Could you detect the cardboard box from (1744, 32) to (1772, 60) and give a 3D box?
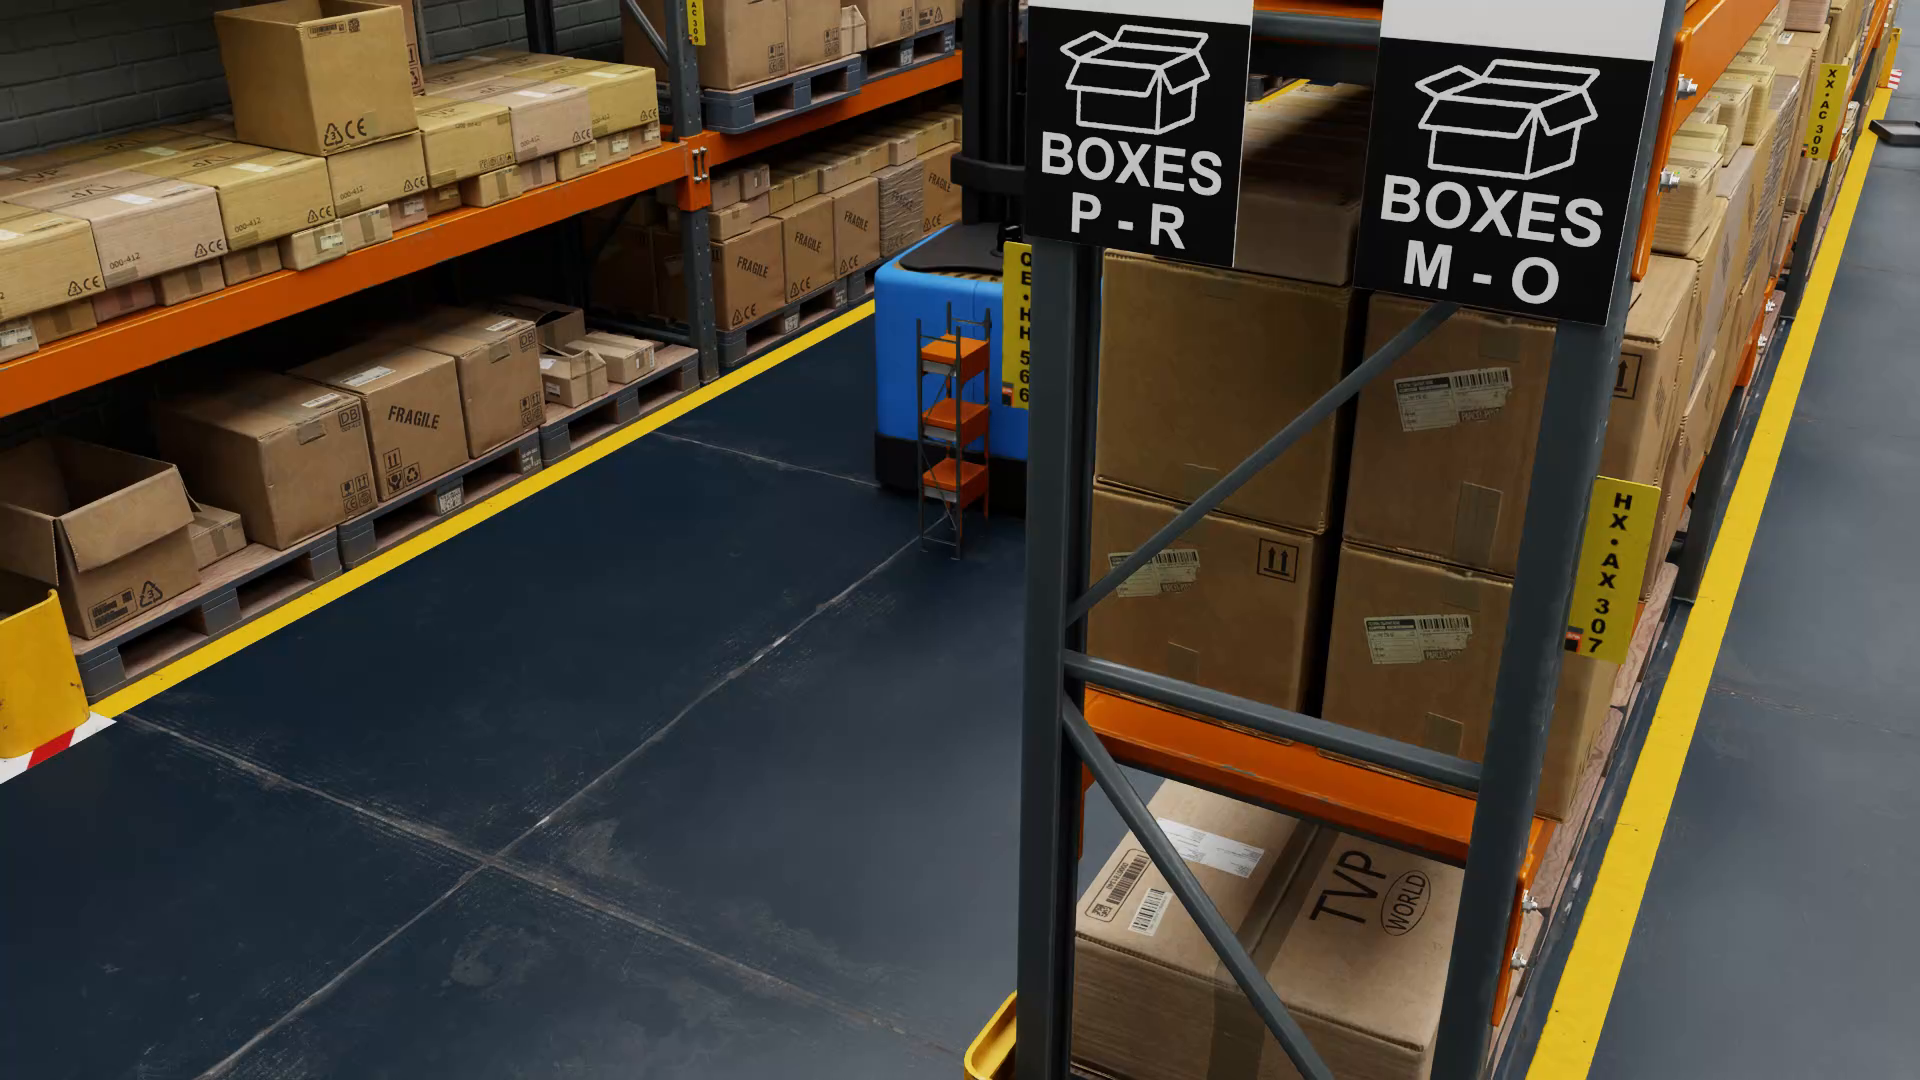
[{"bbox_3d":[2.001,-1.316,4.574,0.380,0.149,0.250,14,30,25],"label":"cardboard box"}]

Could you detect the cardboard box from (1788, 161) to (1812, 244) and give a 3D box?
[{"bbox_3d":[3.259,-1.457,6.976,0.500,0.250,0.500,13,30,25],"label":"cardboard box"}]

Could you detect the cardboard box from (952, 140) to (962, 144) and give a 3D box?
[{"bbox_3d":[-0.073,-2.524,11.264,0.500,0.500,0.500,14,30,25],"label":"cardboard box"}]

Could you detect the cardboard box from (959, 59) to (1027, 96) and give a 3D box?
[{"bbox_3d":[0.522,-3.225,12.525,0.875,0.625,0.625,15,30,28],"label":"cardboard box"}]

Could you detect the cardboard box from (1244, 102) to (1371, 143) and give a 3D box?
[{"bbox_3d":[0.751,-0.839,3.621,0.380,0.149,0.250,14,30,26],"label":"cardboard box"}]

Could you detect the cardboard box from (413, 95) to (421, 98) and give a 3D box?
[{"bbox_3d":[-2.739,-1.835,7.399,0.500,0.250,0.500,15,30,27],"label":"cardboard box"}]

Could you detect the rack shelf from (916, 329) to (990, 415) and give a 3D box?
[{"bbox_3d":[-0.026,-0.693,6.851,0.215,0.259,0.240,14,30,26],"label":"rack shelf"}]

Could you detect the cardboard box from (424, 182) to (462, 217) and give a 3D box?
[{"bbox_3d":[-2.395,-1.517,7.210,0.380,0.149,0.250,15,30,27],"label":"cardboard box"}]

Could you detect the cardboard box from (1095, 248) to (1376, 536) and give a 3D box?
[{"bbox_3d":[0.621,-0.382,3.433,0.500,0.500,0.500,15,30,28],"label":"cardboard box"}]

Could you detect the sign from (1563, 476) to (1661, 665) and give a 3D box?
[{"bbox_3d":[1.072,0.053,2.738,0.100,0.325,0.005,14,30,26],"label":"sign"}]

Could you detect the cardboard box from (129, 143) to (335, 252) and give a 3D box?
[{"bbox_3d":[-2.780,-1.319,6.370,0.500,0.250,0.500,14,30,25],"label":"cardboard box"}]

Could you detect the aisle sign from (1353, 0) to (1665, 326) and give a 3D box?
[{"bbox_3d":[0.808,-0.720,2.433,0.394,0.787,0.004,14,30,26],"label":"aisle sign"}]

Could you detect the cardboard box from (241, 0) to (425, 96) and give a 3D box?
[{"bbox_3d":[-2.728,-2.179,7.250,0.500,0.500,0.500,13,30,25],"label":"cardboard box"}]

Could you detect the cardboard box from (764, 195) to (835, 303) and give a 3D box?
[{"bbox_3d":[-1.077,-1.719,9.655,0.500,0.500,0.500,14,30,25],"label":"cardboard box"}]

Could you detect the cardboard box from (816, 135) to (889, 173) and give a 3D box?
[{"bbox_3d":[-0.661,-2.375,10.243,0.380,0.149,0.250,14,30,26],"label":"cardboard box"}]

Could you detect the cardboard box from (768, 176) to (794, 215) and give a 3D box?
[{"bbox_3d":[-1.171,-1.969,9.431,0.380,0.149,0.250,13,29,23],"label":"cardboard box"}]

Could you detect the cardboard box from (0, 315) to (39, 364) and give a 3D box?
[{"bbox_3d":[-3.331,-0.696,5.571,0.380,0.149,0.250,14,30,26],"label":"cardboard box"}]

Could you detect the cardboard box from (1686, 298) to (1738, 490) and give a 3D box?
[{"bbox_3d":[1.800,-0.414,4.615,0.500,0.500,0.500,15,30,28],"label":"cardboard box"}]

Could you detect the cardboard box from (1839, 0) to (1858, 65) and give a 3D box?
[{"bbox_3d":[3.750,-2.410,7.486,0.500,0.500,0.500,14,30,25],"label":"cardboard box"}]

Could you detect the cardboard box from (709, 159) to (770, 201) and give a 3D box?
[{"bbox_3d":[-1.270,-1.986,9.133,0.380,0.149,0.250,13,29,24],"label":"cardboard box"}]

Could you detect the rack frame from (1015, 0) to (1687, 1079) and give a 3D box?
[{"bbox_3d":[0.588,0.350,3.200,0.949,2.616,0.053,14,30,26],"label":"rack frame"}]

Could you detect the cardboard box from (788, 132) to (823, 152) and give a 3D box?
[{"bbox_3d":[-1.084,-2.473,10.437,0.380,0.149,0.250,13,29,24],"label":"cardboard box"}]

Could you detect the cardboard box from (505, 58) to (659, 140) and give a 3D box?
[{"bbox_3d":[-1.802,-2.114,7.957,0.500,0.250,0.500,15,30,27],"label":"cardboard box"}]

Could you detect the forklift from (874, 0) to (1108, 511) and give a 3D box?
[{"bbox_3d":[0.675,-2.038,8.048,1.130,2.935,3.031,11,29,21],"label":"forklift"}]

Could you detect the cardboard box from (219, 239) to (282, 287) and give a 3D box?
[{"bbox_3d":[-2.844,-1.106,6.388,0.380,0.149,0.250,15,30,27],"label":"cardboard box"}]

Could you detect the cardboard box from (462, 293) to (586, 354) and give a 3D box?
[{"bbox_3d":[-2.295,-1.080,8.591,0.500,0.311,0.500,15,30,28],"label":"cardboard box"}]

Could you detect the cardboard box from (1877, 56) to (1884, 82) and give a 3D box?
[{"bbox_3d":[8.037,-4.269,15.029,0.500,0.250,0.500,14,30,26],"label":"cardboard box"}]

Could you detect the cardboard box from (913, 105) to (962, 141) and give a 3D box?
[{"bbox_3d":[-0.094,-2.765,11.020,0.380,0.149,0.250,13,29,24],"label":"cardboard box"}]

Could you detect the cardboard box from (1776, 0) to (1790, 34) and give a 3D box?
[{"bbox_3d":[2.460,-1.721,5.384,0.380,0.149,0.250,15,30,27],"label":"cardboard box"}]

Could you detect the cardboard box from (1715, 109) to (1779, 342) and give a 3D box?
[{"bbox_3d":[1.815,-0.865,4.399,0.500,0.500,0.500,14,30,26],"label":"cardboard box"}]

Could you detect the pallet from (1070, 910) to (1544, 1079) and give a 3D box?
[{"bbox_3d":[0.917,1.269,4.480,1.003,0.211,1.213,14,30,26],"label":"pallet"}]

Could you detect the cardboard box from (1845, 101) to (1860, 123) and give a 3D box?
[{"bbox_3d":[6.239,-3.134,12.626,0.950,0.372,0.625,15,30,27],"label":"cardboard box"}]

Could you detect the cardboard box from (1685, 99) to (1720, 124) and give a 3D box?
[{"bbox_3d":[1.499,-0.923,3.790,0.380,0.149,0.250,15,30,27],"label":"cardboard box"}]

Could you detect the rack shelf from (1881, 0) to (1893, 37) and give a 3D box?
[{"bbox_3d":[7.479,-4.784,14.259,1.077,0.370,4.000,14,30,26],"label":"rack shelf"}]

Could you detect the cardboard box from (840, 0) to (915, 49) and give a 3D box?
[{"bbox_3d":[-0.691,-3.179,9.669,0.700,0.500,0.500,14,30,26],"label":"cardboard box"}]

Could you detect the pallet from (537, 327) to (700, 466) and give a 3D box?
[{"bbox_3d":[-2.103,-0.785,8.583,1.003,0.211,1.213,14,30,26],"label":"pallet"}]

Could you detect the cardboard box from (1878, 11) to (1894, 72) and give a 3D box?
[{"bbox_3d":[7.530,-4.203,14.060,0.500,0.500,0.500,16,31,29],"label":"cardboard box"}]

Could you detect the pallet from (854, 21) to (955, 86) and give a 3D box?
[{"bbox_3d":[-0.749,-3.014,10.134,1.003,0.211,1.213,14,30,26],"label":"pallet"}]

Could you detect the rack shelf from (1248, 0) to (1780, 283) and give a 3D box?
[{"bbox_3d":[1.575,-1.449,4.245,1.077,0.370,4.000,14,30,26],"label":"rack shelf"}]

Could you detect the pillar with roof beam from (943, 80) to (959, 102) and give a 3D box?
[{"bbox_3d":[3.808,-6.300,9.782,9.100,9.000,0.400,14,30,26],"label":"pillar with roof beam"}]

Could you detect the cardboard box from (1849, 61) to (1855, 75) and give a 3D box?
[{"bbox_3d":[4.504,-2.446,8.953,0.500,0.250,0.500,13,29,24],"label":"cardboard box"}]

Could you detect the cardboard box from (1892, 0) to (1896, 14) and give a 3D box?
[{"bbox_3d":[7.515,-4.422,13.773,0.380,0.149,0.250,16,31,29],"label":"cardboard box"}]

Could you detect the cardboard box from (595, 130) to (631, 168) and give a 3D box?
[{"bbox_3d":[-1.810,-1.901,7.978,0.380,0.149,0.250,15,30,27],"label":"cardboard box"}]

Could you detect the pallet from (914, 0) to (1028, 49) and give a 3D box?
[{"bbox_3d":[-0.069,-3.493,11.092,1.213,0.211,1.003,14,30,26],"label":"pallet"}]

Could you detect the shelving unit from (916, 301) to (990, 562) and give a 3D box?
[{"bbox_3d":[-0.026,-0.449,6.973,0.215,1.050,0.252,14,30,26],"label":"shelving unit"}]

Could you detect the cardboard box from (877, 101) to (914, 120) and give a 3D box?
[{"bbox_3d":[-0.531,-2.872,11.235,0.380,0.149,0.250,15,30,27],"label":"cardboard box"}]

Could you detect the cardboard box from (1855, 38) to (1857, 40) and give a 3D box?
[{"bbox_3d":[4.261,-2.478,8.459,0.500,0.250,0.500,13,30,25],"label":"cardboard box"}]

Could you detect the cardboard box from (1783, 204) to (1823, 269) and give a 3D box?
[{"bbox_3d":[4.814,-1.998,10.357,0.950,0.372,0.625,12,29,23],"label":"cardboard box"}]

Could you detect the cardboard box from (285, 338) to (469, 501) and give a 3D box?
[{"bbox_3d":[-2.547,-0.537,7.295,0.500,0.500,0.500,15,30,27],"label":"cardboard box"}]

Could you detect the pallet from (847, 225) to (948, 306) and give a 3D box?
[{"bbox_3d":[-0.798,-1.856,10.721,1.003,0.211,1.213,14,30,26],"label":"pallet"}]

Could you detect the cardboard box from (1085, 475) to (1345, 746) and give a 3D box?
[{"bbox_3d":[0.598,0.060,3.668,0.500,0.500,0.500,14,30,26],"label":"cardboard box"}]
